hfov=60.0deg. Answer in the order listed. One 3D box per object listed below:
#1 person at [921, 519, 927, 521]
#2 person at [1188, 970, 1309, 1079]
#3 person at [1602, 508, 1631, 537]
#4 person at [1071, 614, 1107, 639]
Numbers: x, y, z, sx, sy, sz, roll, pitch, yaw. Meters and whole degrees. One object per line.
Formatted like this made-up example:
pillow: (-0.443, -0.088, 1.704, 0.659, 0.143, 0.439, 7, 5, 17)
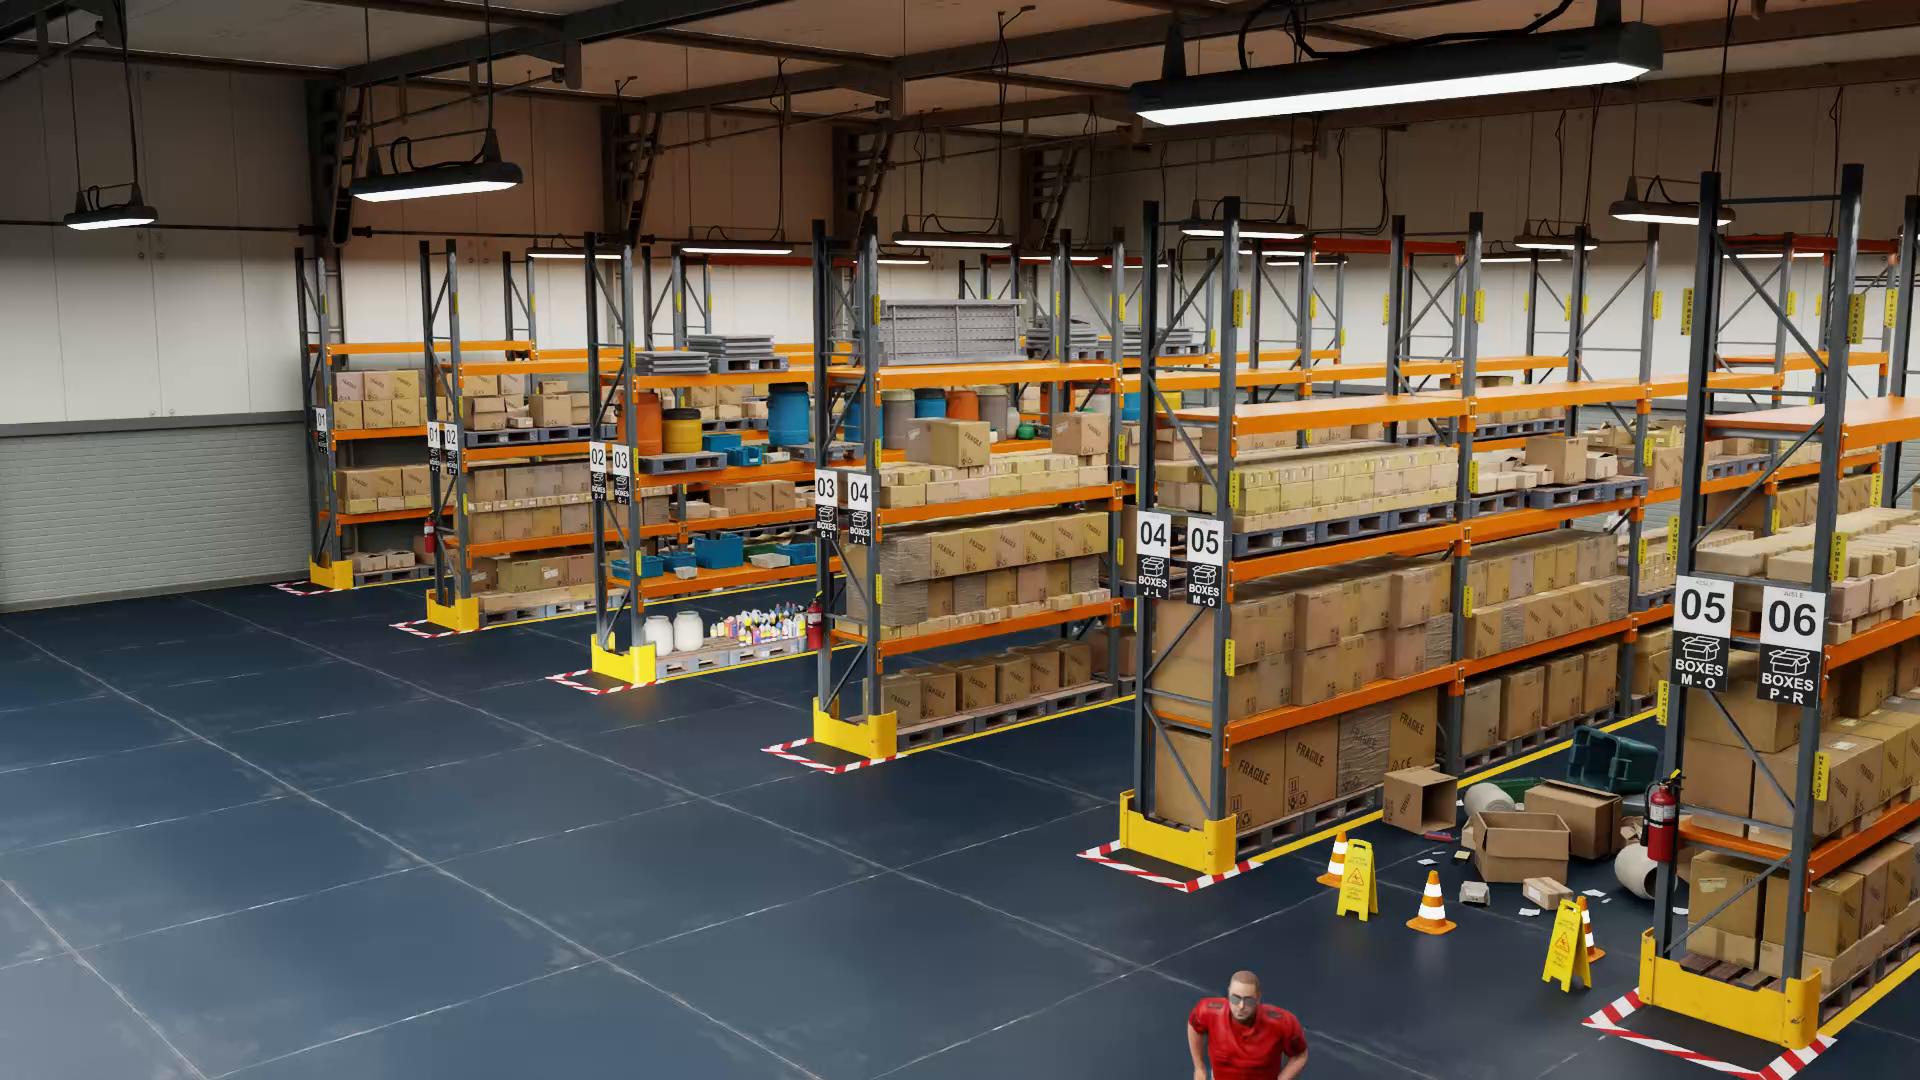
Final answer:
person: (-0.471, -0.074, 28.378, 0.761, 1.660, 0.559, -7, 11, -40)
person: (1.564, 3.058, 9.093, 0.658, 1.667, 0.775, 2, 9, 13)
person: (11.472, 0.107, 28.933, 0.584, 1.697, 0.816, 4, 9, 24)
person: (1.856, 0.572, 24.051, 0.508, 1.685, 0.693, 7, 11, 41)
